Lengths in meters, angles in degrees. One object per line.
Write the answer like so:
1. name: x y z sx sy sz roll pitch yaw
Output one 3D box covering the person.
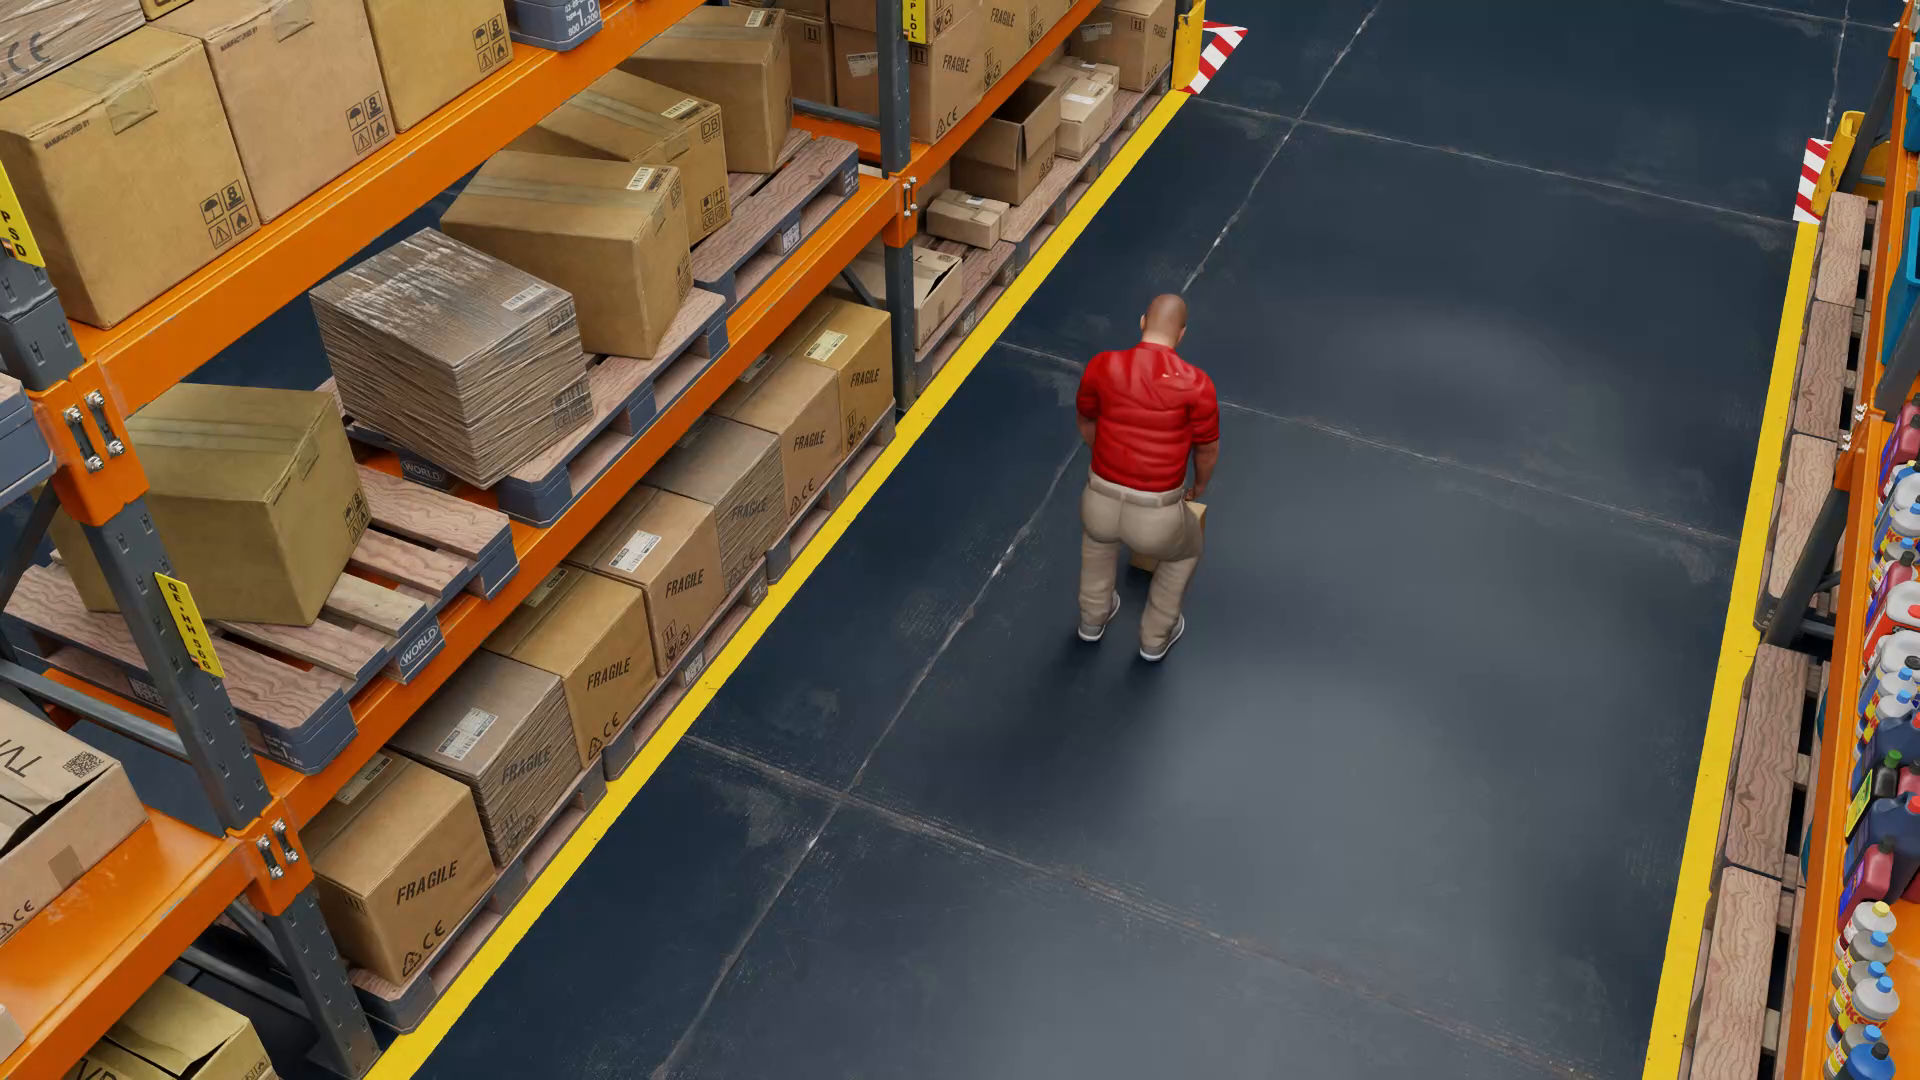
1. person: 0.695 -0.213 6.577 0.586 1.520 0.621 18 45 19
